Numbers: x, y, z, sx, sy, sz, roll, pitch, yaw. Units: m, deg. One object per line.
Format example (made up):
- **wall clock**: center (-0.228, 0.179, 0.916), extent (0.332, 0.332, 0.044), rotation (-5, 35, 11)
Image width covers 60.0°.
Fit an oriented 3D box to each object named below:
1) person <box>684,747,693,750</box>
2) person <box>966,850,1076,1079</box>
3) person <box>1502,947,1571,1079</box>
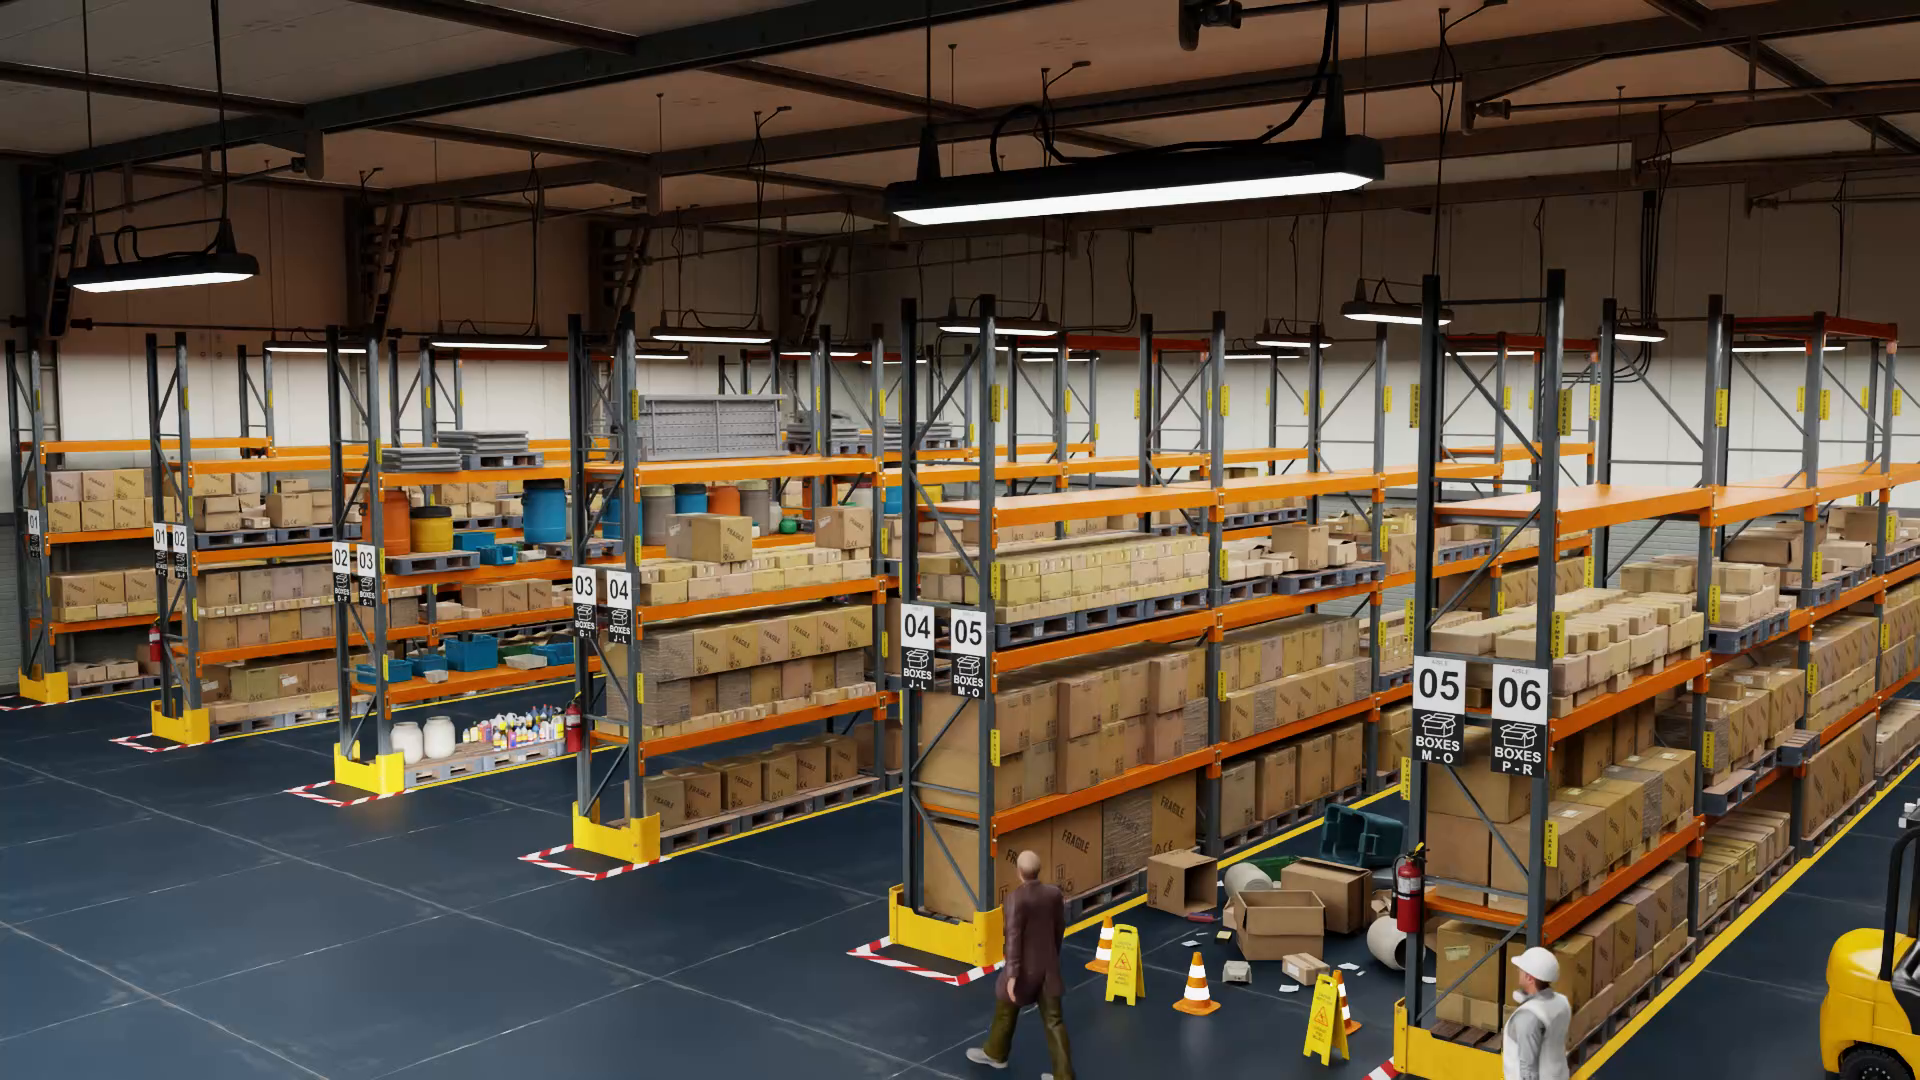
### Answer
- **person**: center (-3.773, 2.185, 24.252), extent (0.504, 1.656, 0.728), rotation (-1, 5, -8)
- **person**: center (0.503, 3.164, 12.411), extent (0.635, 1.717, 1.066), rotation (-4, 6, -35)
- **person**: center (3.584, 3.374, 10.262), extent (0.999, 1.738, 0.543), rotation (4, 7, 41)
